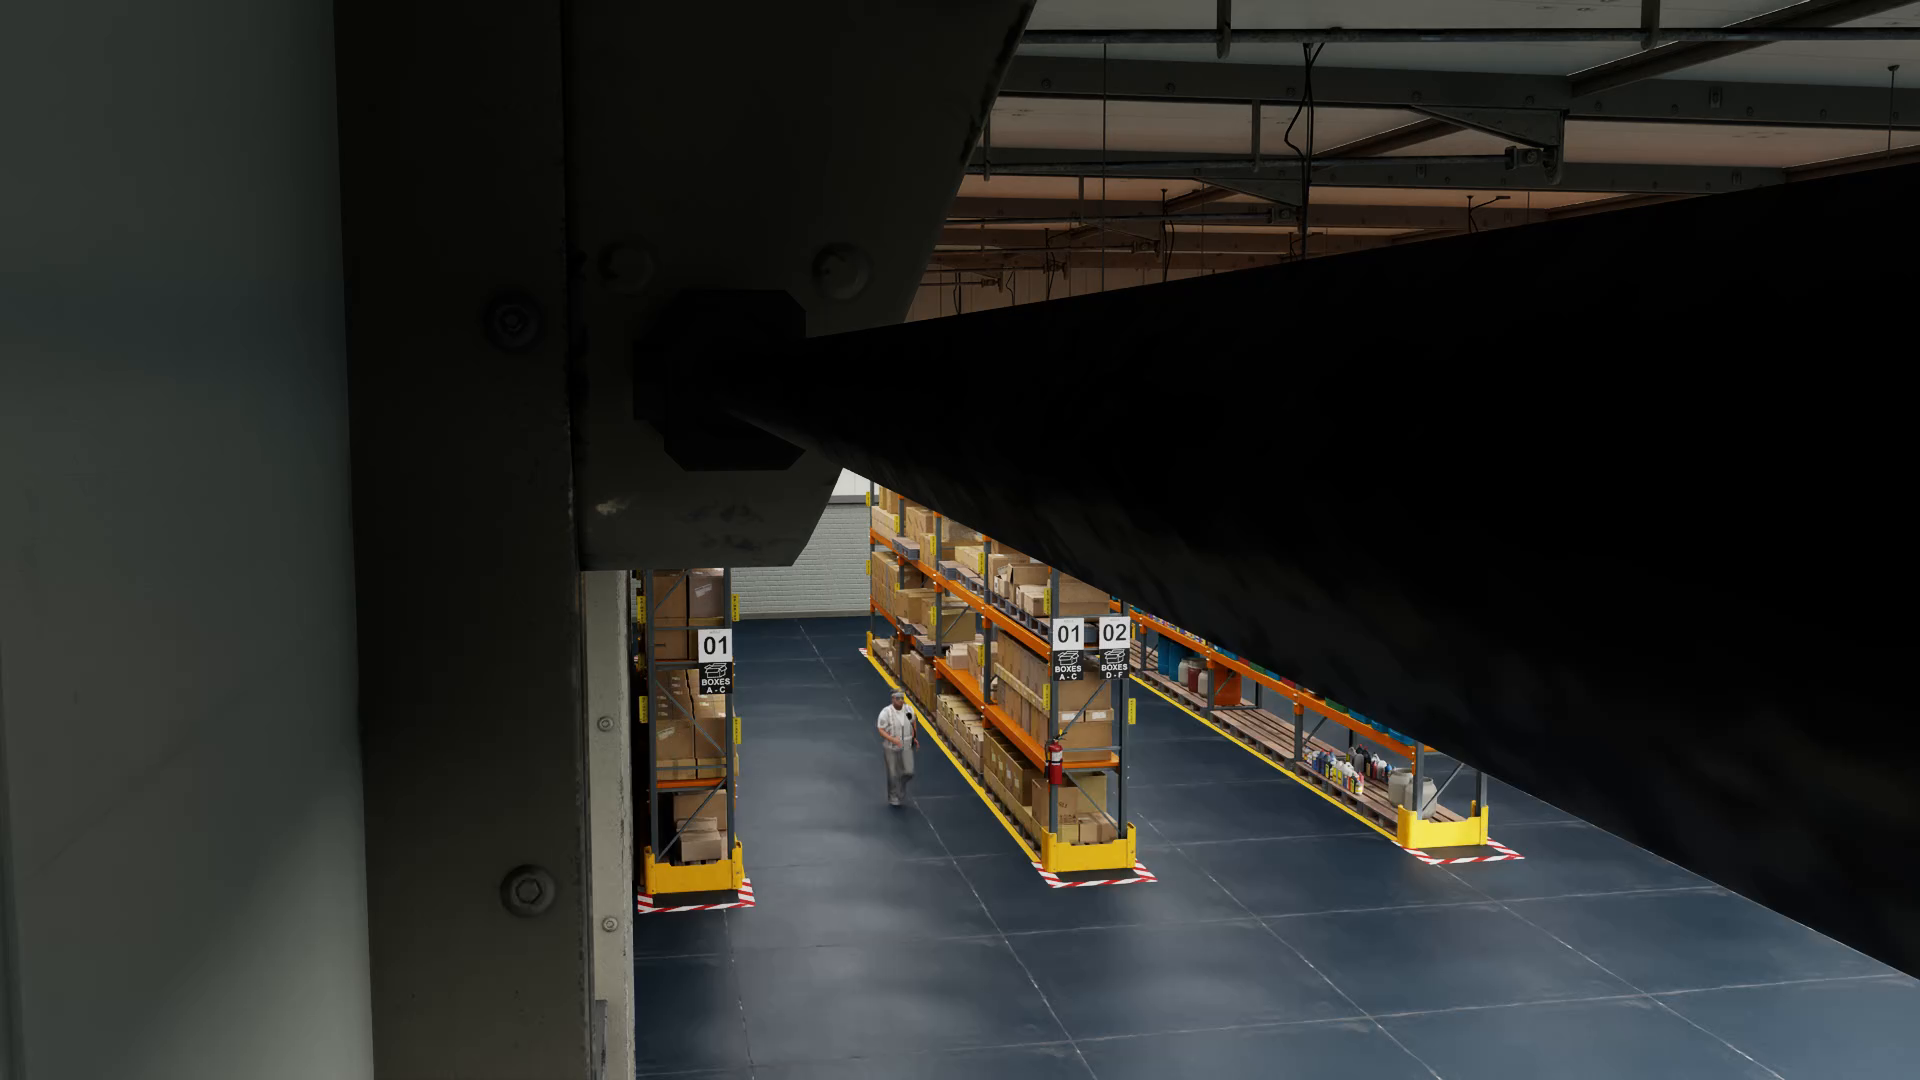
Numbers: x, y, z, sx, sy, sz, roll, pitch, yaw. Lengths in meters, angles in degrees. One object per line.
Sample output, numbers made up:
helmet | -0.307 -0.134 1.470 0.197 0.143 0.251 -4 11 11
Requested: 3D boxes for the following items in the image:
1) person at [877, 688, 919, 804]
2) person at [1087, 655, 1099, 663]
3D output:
person | -0.866 2.972 23.938 0.647 1.724 0.670 -2 6 -22
person | 2.256 2.406 29.075 0.672 1.795 0.865 -3 7 -27
